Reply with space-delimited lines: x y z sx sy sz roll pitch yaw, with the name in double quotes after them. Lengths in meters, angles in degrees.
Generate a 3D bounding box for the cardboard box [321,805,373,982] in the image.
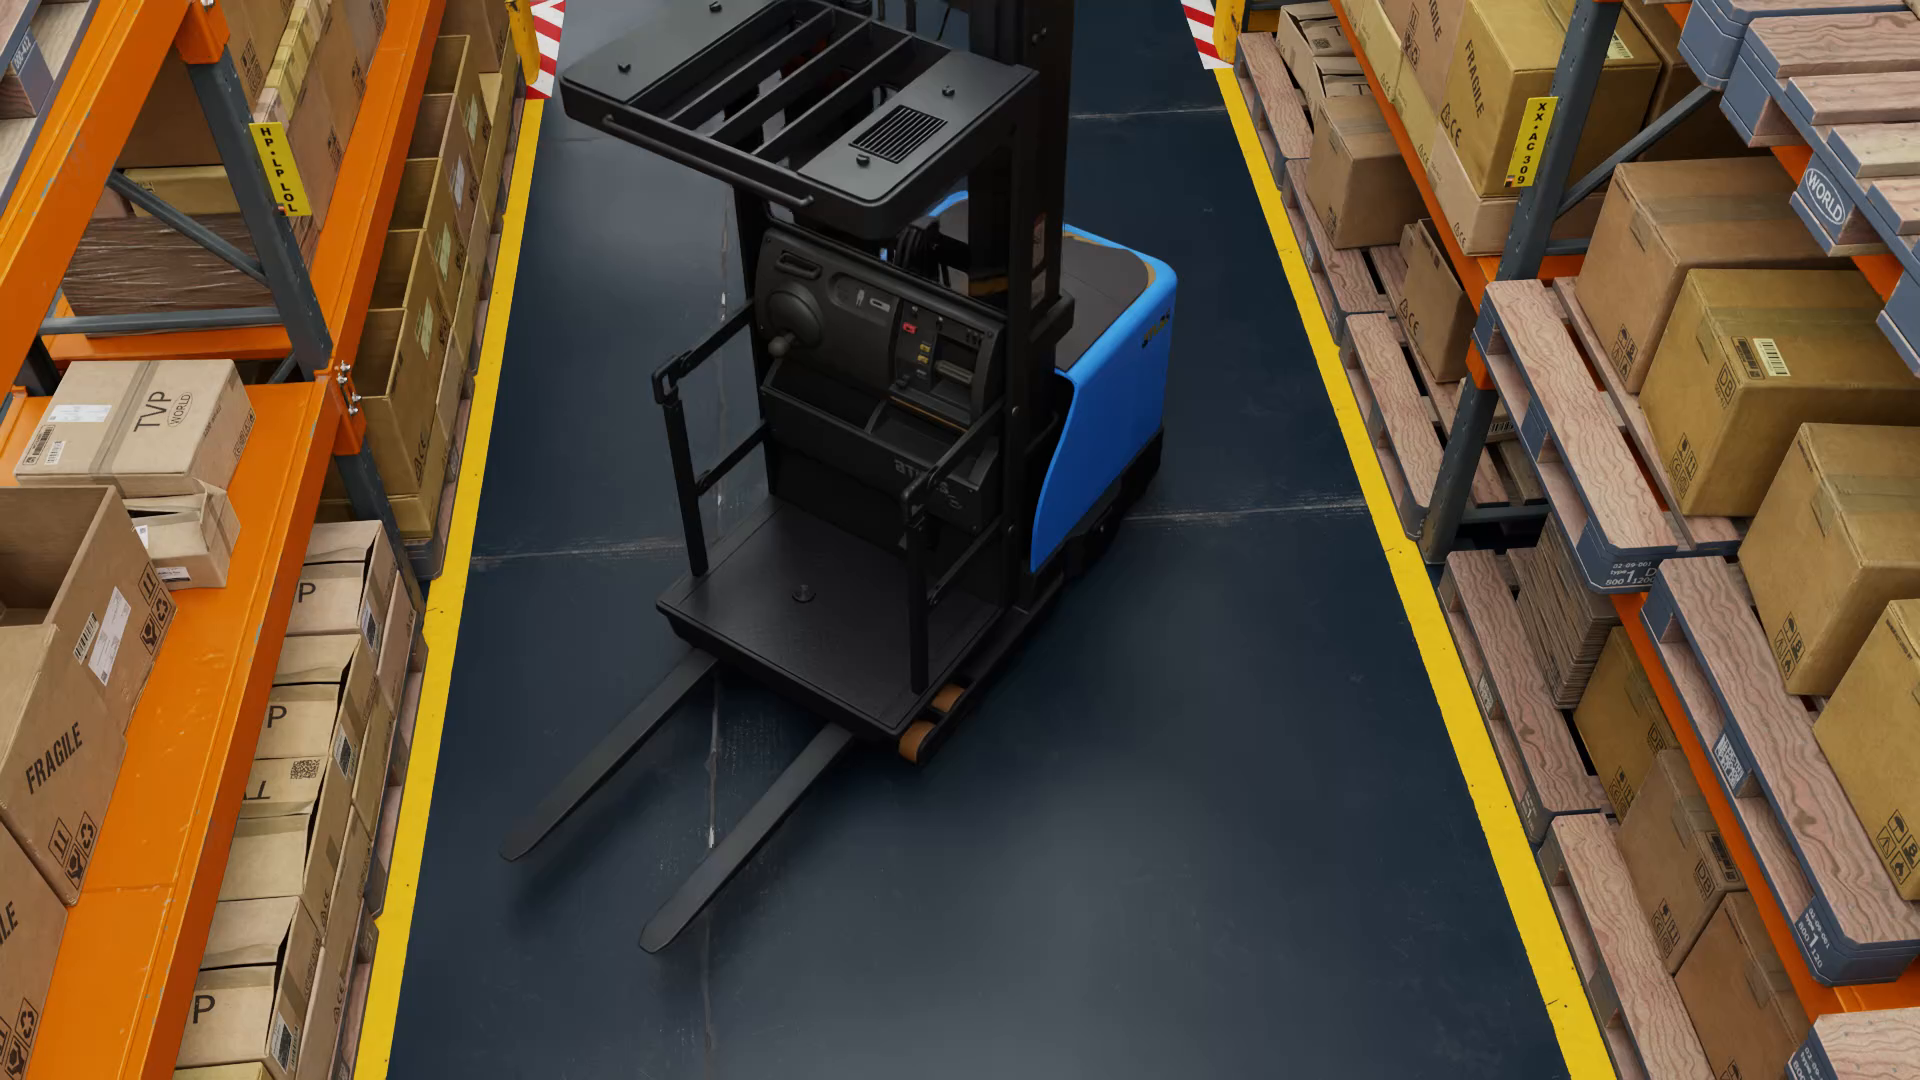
-2.173 1.121 5.227 0.500 0.250 0.500 -3 47 -2 "cardboard box"

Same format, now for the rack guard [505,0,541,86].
-2.917 -2.750 9.010 1.175 0.500 0.348 -3 47 -3 "rack guard"

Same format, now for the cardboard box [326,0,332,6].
-2.522 -2.094 6.152 0.380 0.149 0.250 -5 47 -4 "cardboard box"

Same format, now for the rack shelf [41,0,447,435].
-2.748 -1.898 6.977 1.077 0.370 4.000 -3 47 -3 "rack shelf"

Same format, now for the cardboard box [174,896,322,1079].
-2.133 1.287 4.684 0.500 0.311 0.500 -4 47 -4 "cardboard box"

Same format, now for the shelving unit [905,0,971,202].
0.106 -1.645 6.860 0.503 2.100 0.431 36 56 29 "shelving unit"

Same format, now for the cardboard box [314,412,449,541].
-2.317 -0.251 6.527 0.500 0.250 0.500 -3 47 -3 "cardboard box"

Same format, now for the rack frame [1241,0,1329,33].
2.021 -3.896 8.374 1.000 3.000 0.127 -3 47 -3 "rack frame"

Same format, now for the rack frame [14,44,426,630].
-2.581 -0.698 5.345 1.000 3.000 0.127 -3 47 -3 "rack frame"

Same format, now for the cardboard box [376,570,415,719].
-2.257 0.385 5.924 0.500 0.250 0.500 -4 47 -4 "cardboard box"

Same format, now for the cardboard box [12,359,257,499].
-2.496 -0.293 5.065 0.500 0.250 0.500 -1 47 -1 "cardboard box"

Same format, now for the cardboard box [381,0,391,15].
-2.805 -2.549 7.029 0.700 0.500 0.500 -3 47 -3 "cardboard box"

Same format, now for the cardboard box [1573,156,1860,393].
2.364 -0.818 5.086 0.700 0.500 0.500 -3 47 -3 "cardboard box"

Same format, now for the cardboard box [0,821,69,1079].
-2.402 0.948 3.717 0.500 0.500 0.500 -6 47 -5 "cardboard box"

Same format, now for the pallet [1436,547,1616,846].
2.422 0.520 6.112 1.003 0.211 1.213 -3 47 -3 "pallet"

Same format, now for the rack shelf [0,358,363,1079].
-2.413 0.996 4.236 1.077 0.370 4.000 -3 47 -3 "rack shelf"

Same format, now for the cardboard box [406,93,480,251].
-2.435 -1.595 7.283 0.500 0.500 0.500 -3 47 -3 "cardboard box"

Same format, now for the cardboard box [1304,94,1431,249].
2.048 -1.736 7.746 0.700 0.500 0.500 -6 47 -6 "cardboard box"

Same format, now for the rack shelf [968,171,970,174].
0.106 -1.636 6.870 0.480 0.518 0.431 36 56 29 "rack shelf"

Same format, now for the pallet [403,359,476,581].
-2.605 -0.317 6.905 1.003 0.211 1.213 -3 47 -3 "pallet"

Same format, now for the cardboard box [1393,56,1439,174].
1.980 -1.643 6.329 0.500 0.250 0.500 -3 47 -3 "cardboard box"

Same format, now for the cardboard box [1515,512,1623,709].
2.434 0.238 5.878 0.700 0.500 0.500 -2 47 -2 "cardboard box"

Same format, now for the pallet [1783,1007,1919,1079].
2.524 1.449 3.444 1.213 0.211 1.003 -3 47 -3 "pallet"

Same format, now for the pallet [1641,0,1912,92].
2.301 -1.516 4.183 1.213 0.211 1.003 -3 47 -3 "pallet"

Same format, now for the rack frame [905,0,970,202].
-0.068 -1.770 6.977 0.015 2.100 0.400 36 56 29 "rack frame"

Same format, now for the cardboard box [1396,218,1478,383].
2.229 -1.042 7.090 0.500 0.500 0.500 -7 47 -6 "cardboard box"

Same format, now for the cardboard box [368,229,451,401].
-2.357 -0.871 6.597 0.500 0.500 0.500 -3 47 -3 "cardboard box"

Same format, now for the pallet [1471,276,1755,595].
2.274 -0.374 5.171 1.003 0.211 1.213 -3 47 -3 "pallet"

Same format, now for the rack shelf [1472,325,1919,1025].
2.523 0.692 4.524 1.077 0.370 4.000 -3 47 -3 "rack shelf"

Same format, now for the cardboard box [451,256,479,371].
-2.391 -0.975 7.212 0.500 0.250 0.500 -3 47 -3 "cardboard box"

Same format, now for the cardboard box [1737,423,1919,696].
2.490 0.062 4.254 0.700 0.500 0.500 2 47 2 "cardboard box"

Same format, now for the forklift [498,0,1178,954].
-0.402 -0.603 5.303 1.130 2.935 3.031 26 52 22 "forklift"

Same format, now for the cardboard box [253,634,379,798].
-2.211 0.562 5.371 0.500 0.311 0.500 -2 47 -2 "cardboard box"

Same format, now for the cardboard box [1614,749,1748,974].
2.529 0.980 5.174 0.700 0.500 0.500 -3 47 -3 "cardboard box"

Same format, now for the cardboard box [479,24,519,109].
-2.576 -2.421 8.582 0.500 0.250 0.500 -3 47 -3 "cardboard box"

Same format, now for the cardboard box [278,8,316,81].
-2.478 -1.720 5.797 0.380 0.149 0.250 -4 47 -4 "cardboard box"

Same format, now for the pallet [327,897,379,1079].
-2.375 1.676 5.017 1.003 0.211 1.213 -3 47 -3 "pallet"

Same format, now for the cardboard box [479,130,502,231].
-2.479 -1.699 7.897 0.500 0.250 0.500 -3 47 -3 "cardboard box"

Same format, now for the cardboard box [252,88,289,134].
-2.431 -1.344 5.441 0.380 0.149 0.250 -3 47 -3 "cardboard box"

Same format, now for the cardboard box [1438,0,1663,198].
2.008 -1.539 5.714 0.500 0.500 0.500 -4 47 -3 "cardboard box"

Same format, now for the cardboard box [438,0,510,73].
-2.574 -2.679 8.310 0.500 0.500 0.500 -3 47 -3 "cardboard box"

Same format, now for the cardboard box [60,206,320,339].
-2.624 -1.053 5.613 0.700 0.500 0.500 -5 47 -4 "cardboard box"

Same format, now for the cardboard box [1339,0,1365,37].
1.879 -2.370 7.018 0.500 0.250 0.500 -3 47 -3 "cardboard box"

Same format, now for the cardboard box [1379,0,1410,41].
1.929 -2.264 6.402 0.500 0.500 0.500 -5 47 -4 "cardboard box"

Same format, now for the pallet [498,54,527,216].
-2.810 -2.083 8.577 1.003 0.211 1.213 -3 47 -3 "pallet"

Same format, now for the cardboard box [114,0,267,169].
-2.624 -1.499 5.142 0.700 0.500 0.500 -3 47 -3 "cardboard box"

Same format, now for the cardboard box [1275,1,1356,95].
1.989 -2.617 8.711 0.500 0.311 0.500 -8 47 -8 "cardboard box"

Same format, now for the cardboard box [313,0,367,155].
-2.713 -1.798 6.318 0.700 0.500 0.500 -3 47 -3 "cardboard box"

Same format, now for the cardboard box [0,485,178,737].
-2.488 0.205 4.421 0.500 0.500 0.500 0 47 0 "cardboard box"

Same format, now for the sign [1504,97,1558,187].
1.815 -1.261 5.282 0.100 0.325 0.005 -3 47 -3 "sign"
